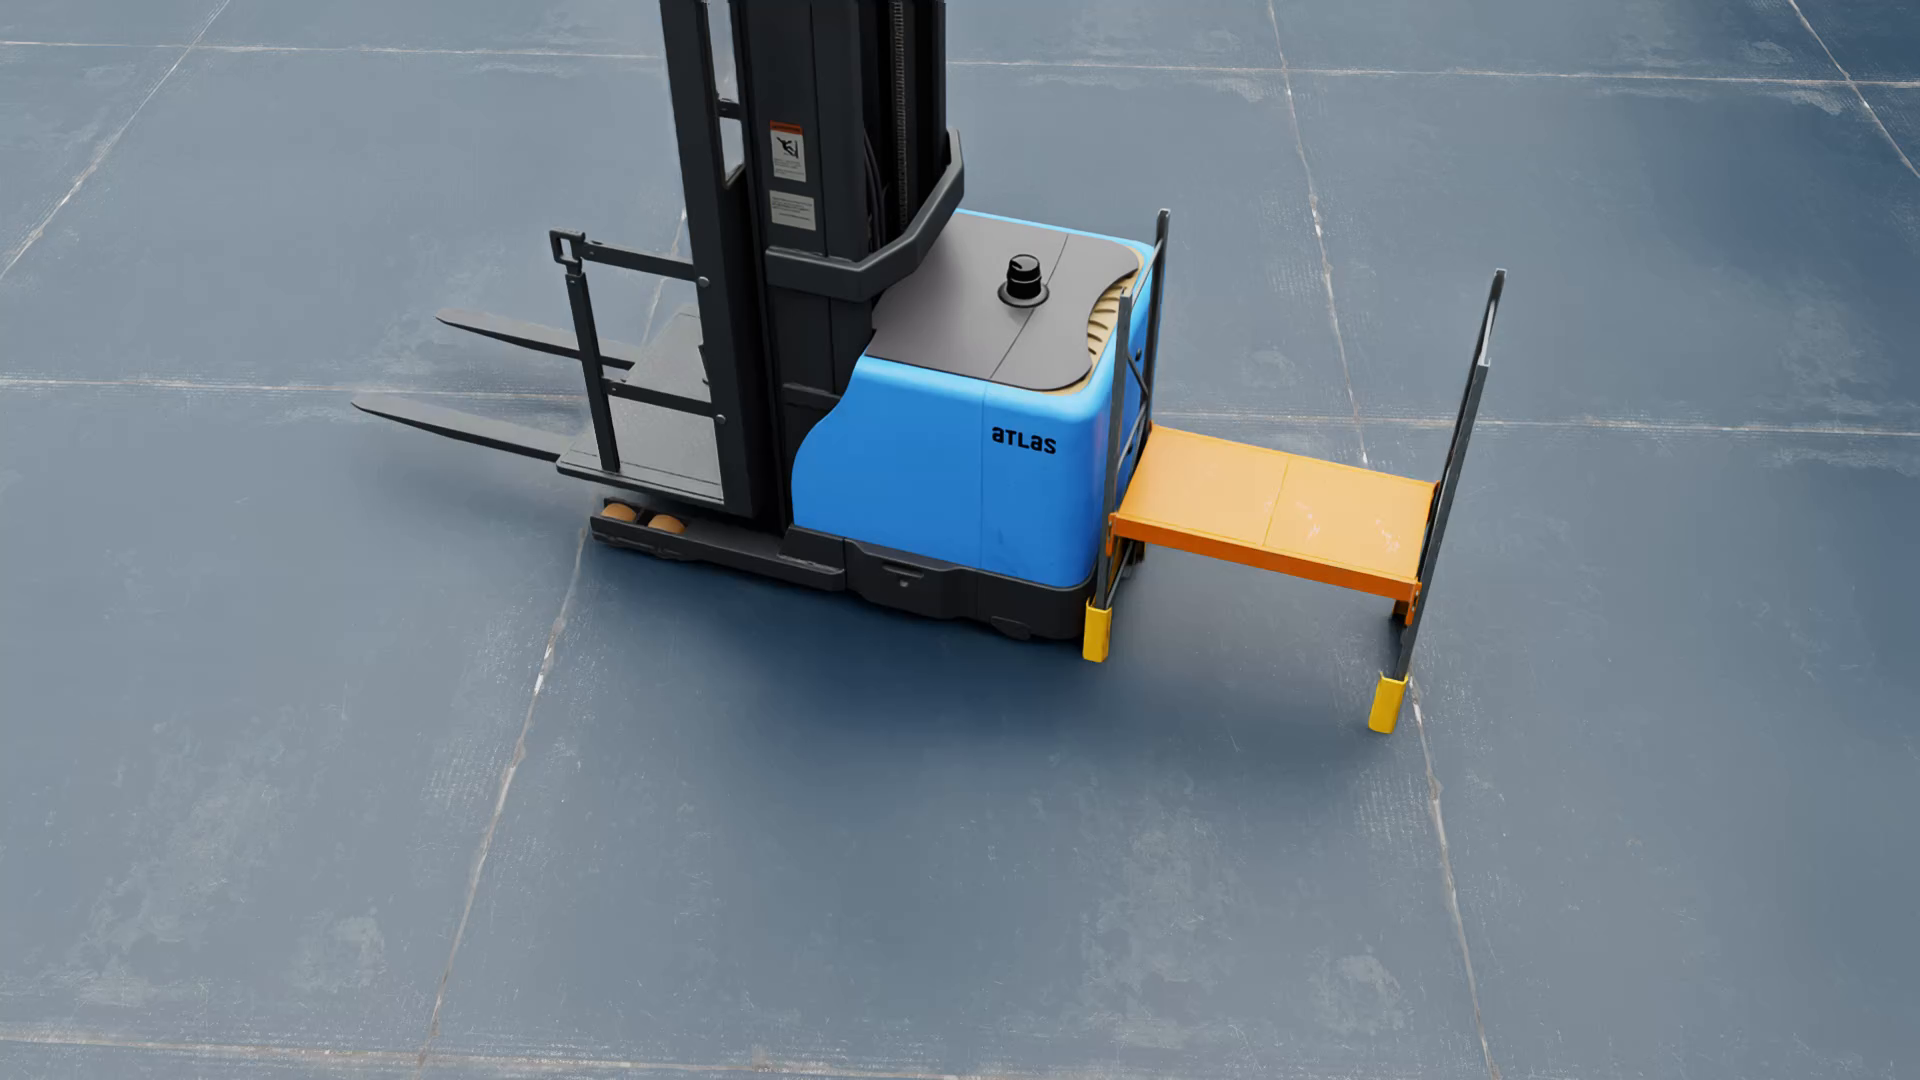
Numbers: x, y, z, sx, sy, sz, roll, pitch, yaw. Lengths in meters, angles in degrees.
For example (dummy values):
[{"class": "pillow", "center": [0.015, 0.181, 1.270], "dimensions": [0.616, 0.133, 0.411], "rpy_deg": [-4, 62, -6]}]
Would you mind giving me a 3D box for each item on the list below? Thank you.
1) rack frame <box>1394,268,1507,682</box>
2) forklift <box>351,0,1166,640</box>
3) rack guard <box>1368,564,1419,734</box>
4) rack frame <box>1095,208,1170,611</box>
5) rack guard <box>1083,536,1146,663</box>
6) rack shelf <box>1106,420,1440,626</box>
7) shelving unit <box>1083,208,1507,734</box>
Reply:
[{"class": "rack frame", "center": [1.518, -0.091, 5.247], "dimensions": [0.032, 1.500, 0.500], "rpy_deg": [13, 45, 14]}, {"class": "forklift", "center": [-0.846, -1.327, 5.525], "dimensions": [3.031, 2.935, 1.130], "rpy_deg": [13, 45, 14]}, {"class": "rack guard", "center": [1.499, 0.362, 5.678], "dimensions": [0.087, 0.250, 0.587], "rpy_deg": [13, 45, 14]}, {"class": "rack frame", "center": [0.556, -0.316, 5.489], "dimensions": [0.032, 1.500, 0.500], "rpy_deg": [13, 45, 14]}, {"class": "rack guard", "center": [0.557, 0.142, 5.915], "dimensions": [0.087, 0.250, 0.587], "rpy_deg": [13, 45, 14]}, {"class": "rack shelf", "center": [1.037, -0.072, 5.491], "dimensions": [1.000, 0.185, 0.538], "rpy_deg": [13, 45, 14]}, {"class": "shelving unit", "center": [1.028, -0.205, 5.370], "dimensions": [1.083, 1.500, 0.587], "rpy_deg": [13, 45, 14]}]
